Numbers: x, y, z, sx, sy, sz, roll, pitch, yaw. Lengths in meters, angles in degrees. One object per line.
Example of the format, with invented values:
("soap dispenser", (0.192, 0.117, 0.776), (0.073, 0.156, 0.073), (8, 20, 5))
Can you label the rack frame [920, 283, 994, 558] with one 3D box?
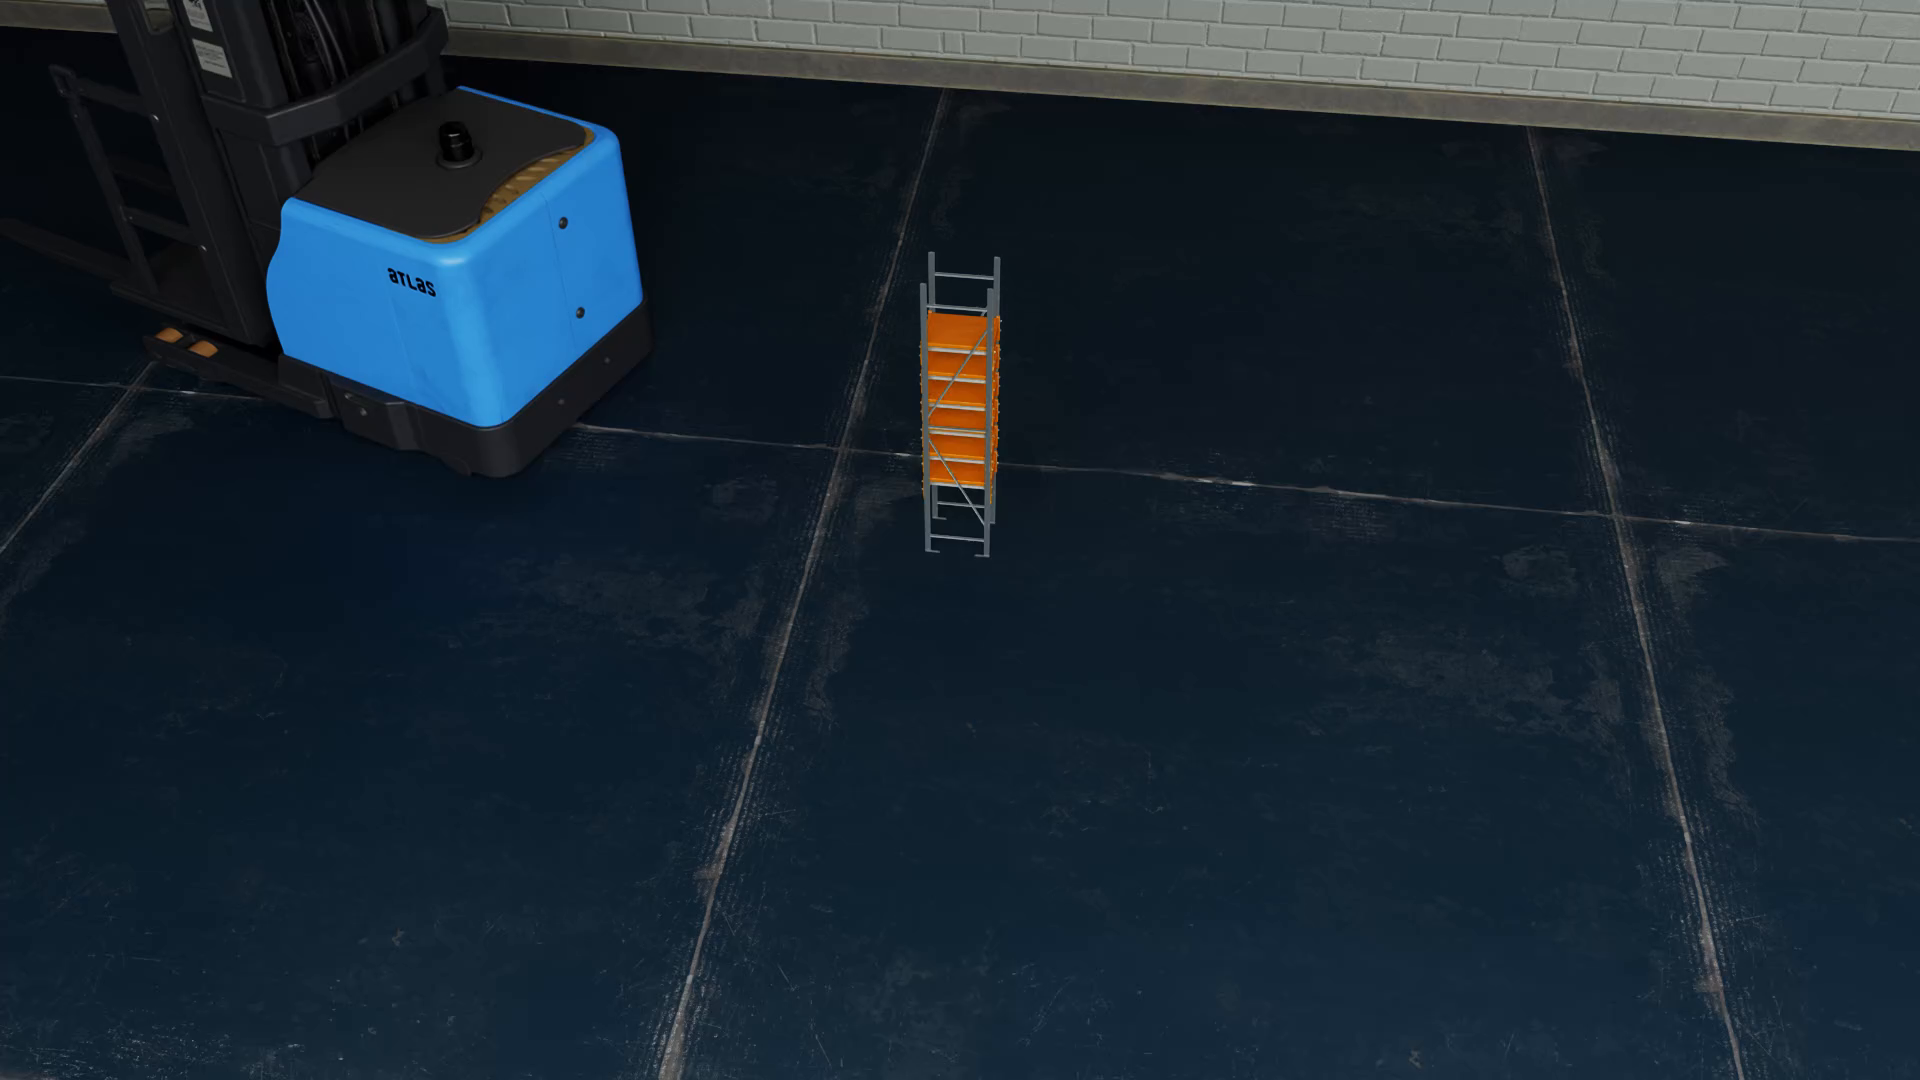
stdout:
("rack frame", (-0.010, -0.383, 5.782), (0.240, 1.200, 0.006), (5, 44, 6))

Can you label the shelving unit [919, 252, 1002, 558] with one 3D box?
("shelving unit", (0.002, -0.446, 5.848), (0.258, 1.200, 0.189), (5, 44, 6))

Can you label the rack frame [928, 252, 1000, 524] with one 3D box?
("rack frame", (0.014, -0.508, 5.914), (0.240, 1.200, 0.006), (5, 44, 6))

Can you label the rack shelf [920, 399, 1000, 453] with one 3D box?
("rack shelf", (0.002, -0.413, 5.878), (0.258, 0.103, 0.180), (5, 44, 6))

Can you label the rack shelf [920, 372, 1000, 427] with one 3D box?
("rack shelf", (0.002, -0.500, 5.796), (0.258, 0.103, 0.180), (5, 44, 6))

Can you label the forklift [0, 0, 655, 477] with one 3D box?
("forklift", (-2.836, -2.029, 6.261), (3.031, 2.935, 1.130), (20, 47, 20))

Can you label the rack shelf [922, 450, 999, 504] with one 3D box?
("rack shelf", (0.002, -0.239, 6.043), (0.258, 0.103, 0.180), (5, 44, 6))

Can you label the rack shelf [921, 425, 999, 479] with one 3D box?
("rack shelf", (0.002, -0.326, 5.961), (0.258, 0.103, 0.180), (5, 44, 6))

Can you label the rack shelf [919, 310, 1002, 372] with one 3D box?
("rack shelf", (0.002, -0.675, 5.631), (0.258, 0.103, 0.180), (5, 44, 6))

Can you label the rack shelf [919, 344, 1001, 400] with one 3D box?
("rack shelf", (0.002, -0.588, 5.713), (0.258, 0.103, 0.180), (5, 44, 6))
